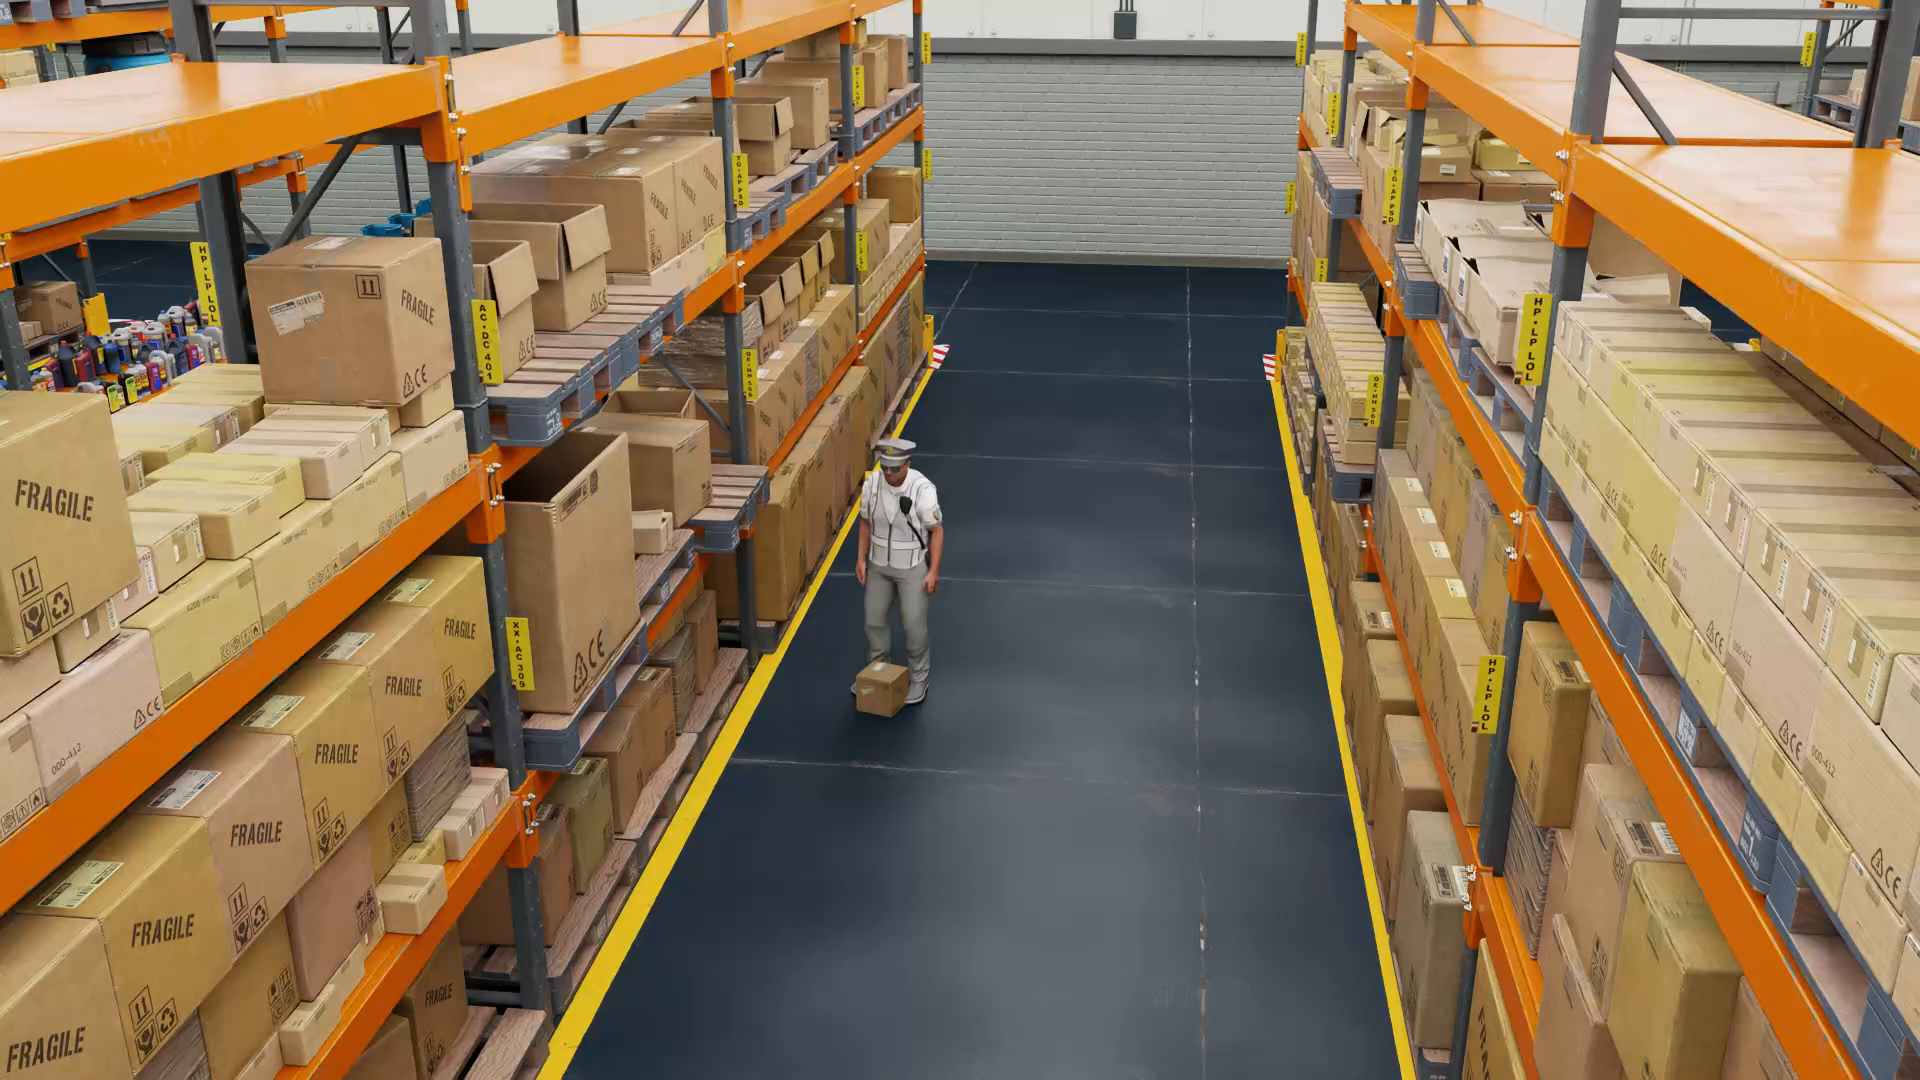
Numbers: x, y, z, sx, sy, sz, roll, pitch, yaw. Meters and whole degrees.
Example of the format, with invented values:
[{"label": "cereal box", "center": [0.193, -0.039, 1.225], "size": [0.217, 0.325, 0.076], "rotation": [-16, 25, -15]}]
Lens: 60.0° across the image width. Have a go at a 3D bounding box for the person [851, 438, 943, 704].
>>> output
[{"label": "person", "center": [-0.388, 0.164, 10.645], "size": [0.584, 1.747, 0.435], "rotation": [9, 23, 21]}]
